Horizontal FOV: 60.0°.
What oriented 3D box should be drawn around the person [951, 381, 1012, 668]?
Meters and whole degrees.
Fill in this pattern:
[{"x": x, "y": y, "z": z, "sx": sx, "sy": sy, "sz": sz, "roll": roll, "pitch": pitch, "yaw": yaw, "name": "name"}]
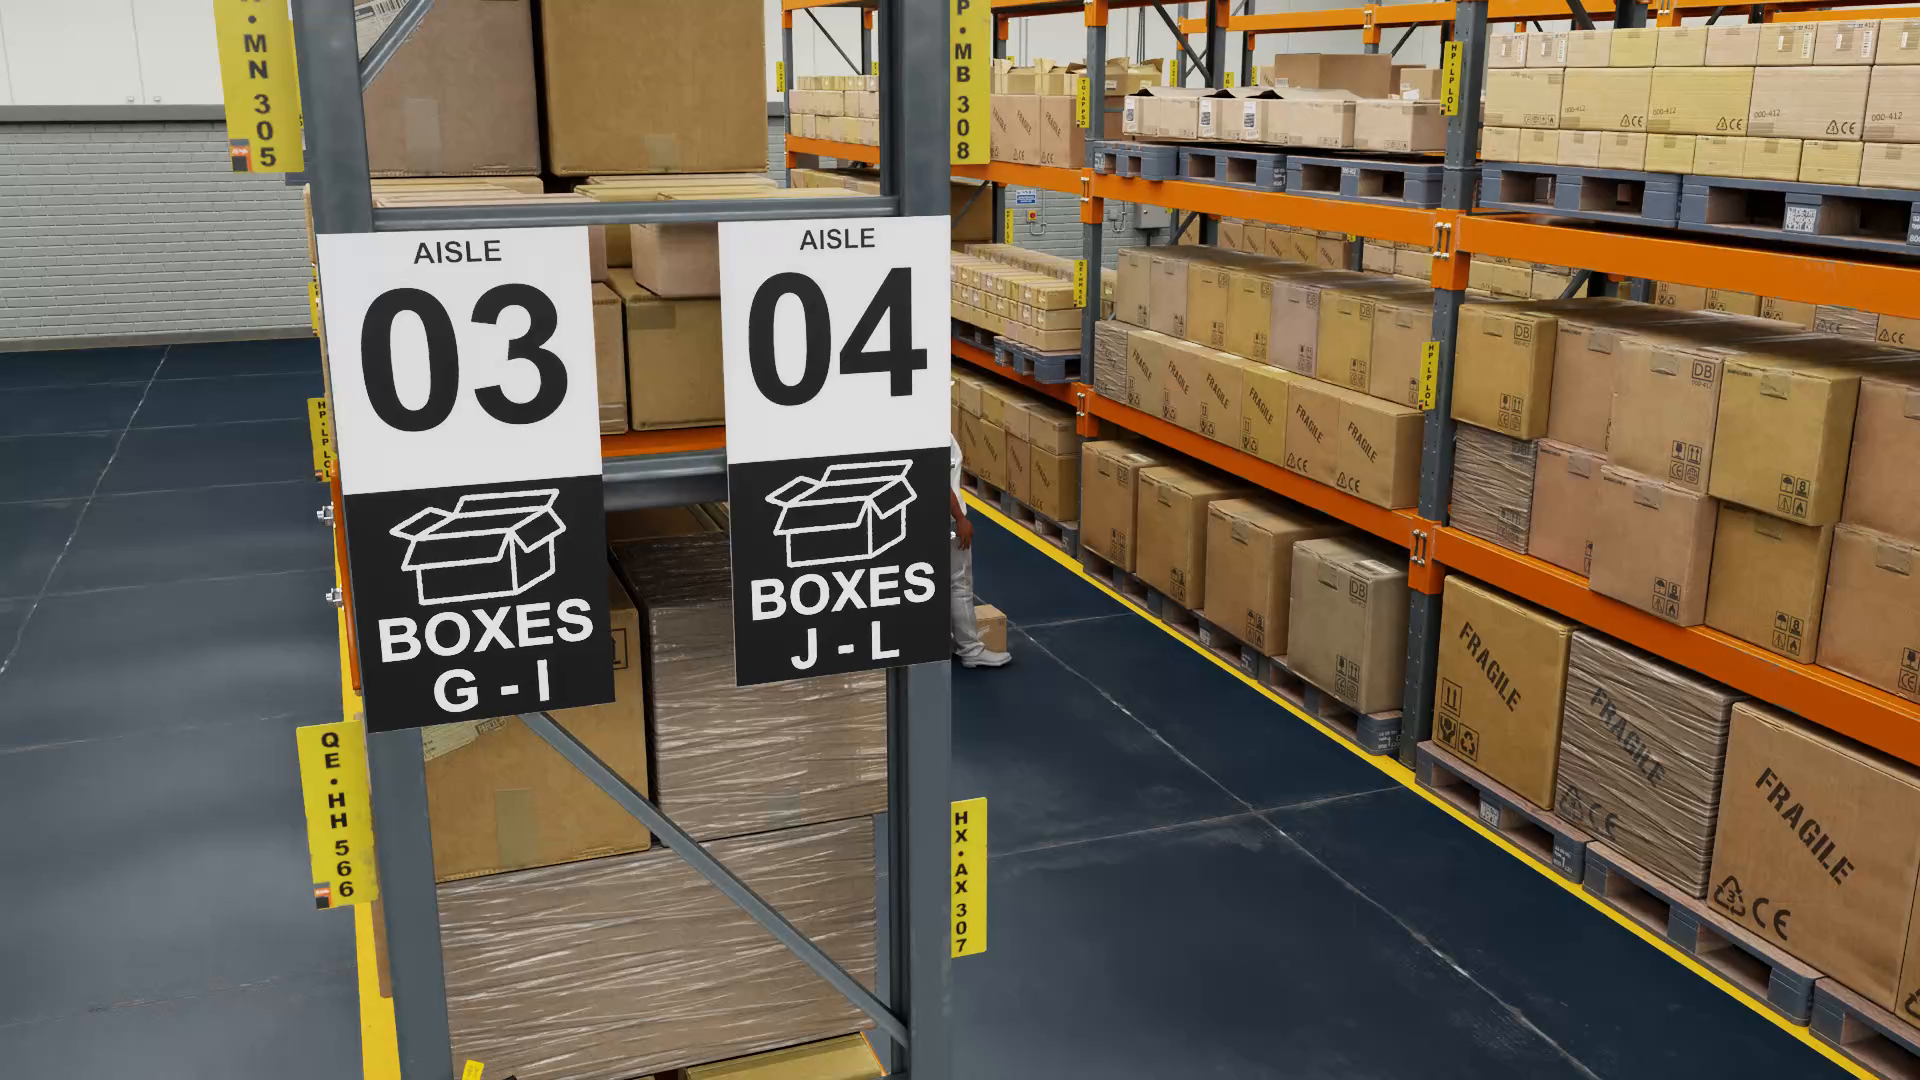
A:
[{"x": -0.053, "y": -0.146, "z": 9.975, "sx": 0.577, "sy": 1.764, "sz": 0.666, "roll": -6, "pitch": 17, "yaw": -20, "name": "person"}]
